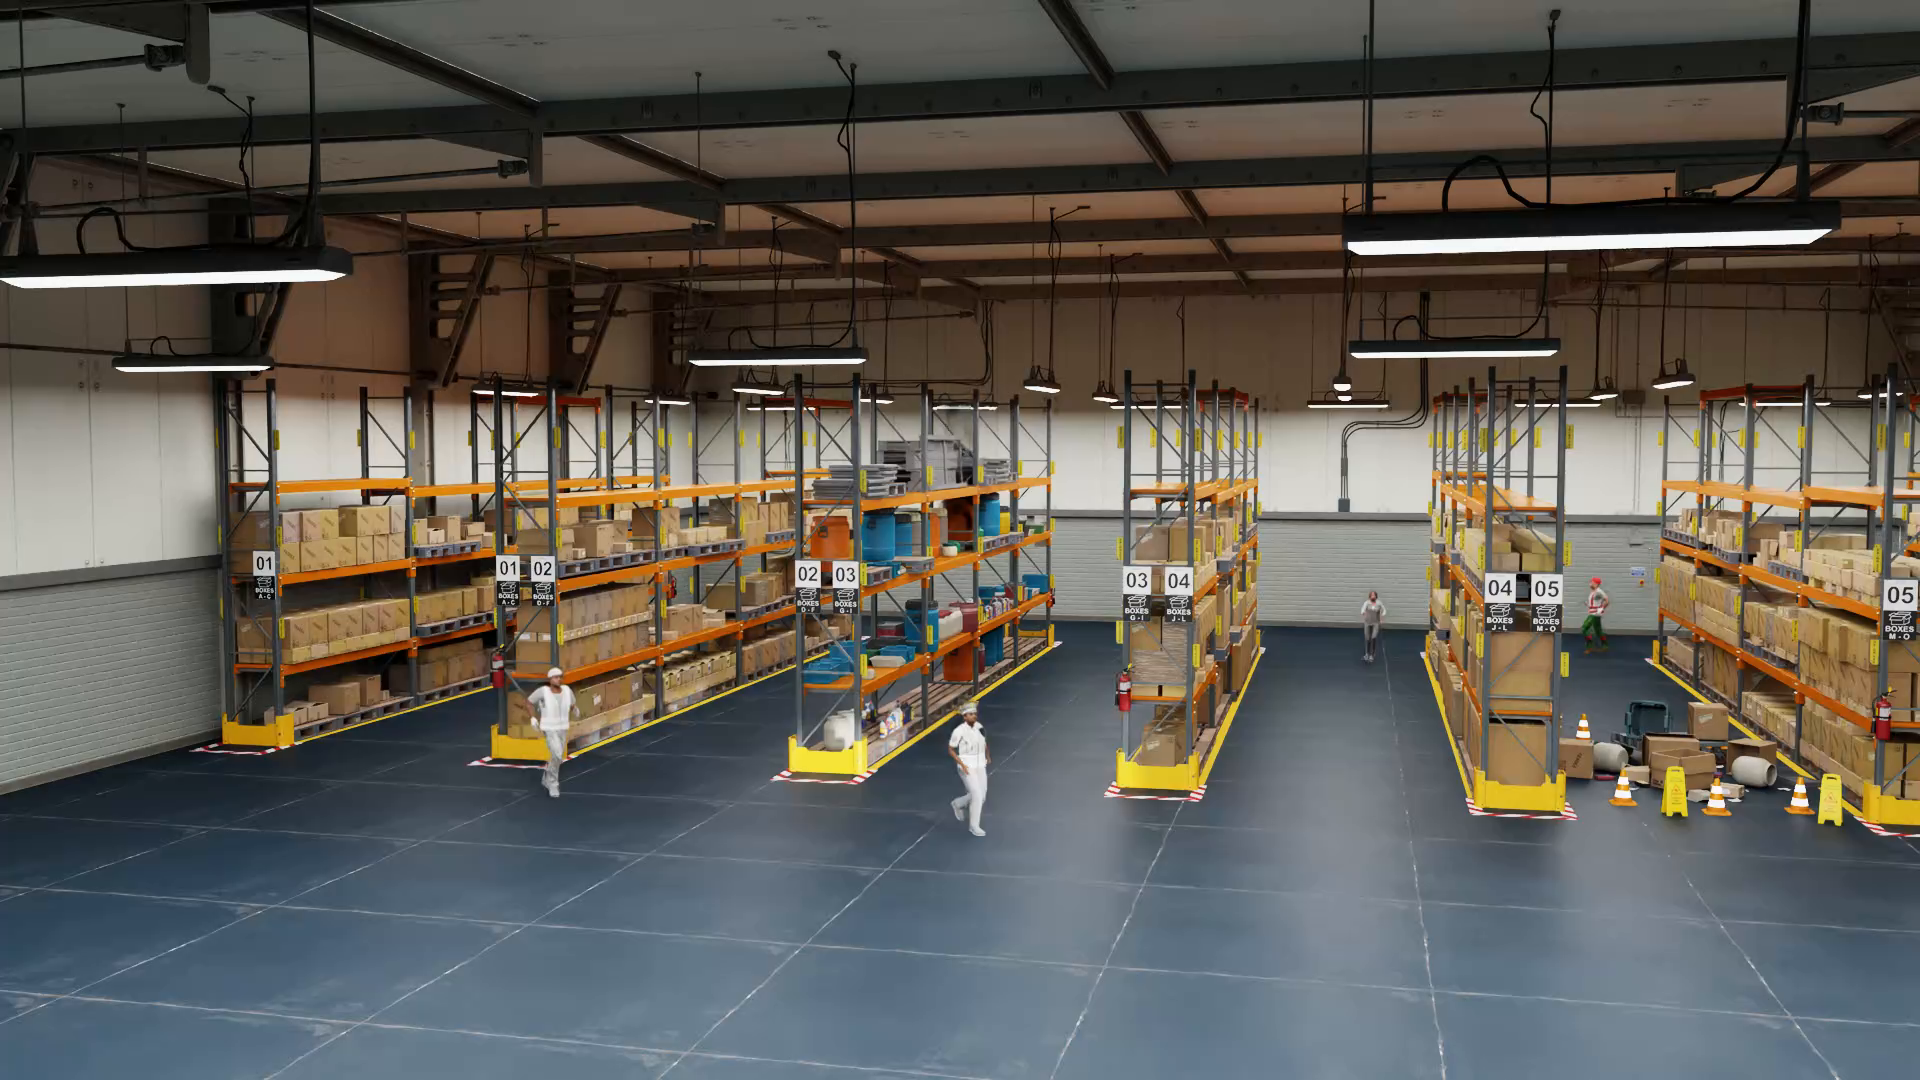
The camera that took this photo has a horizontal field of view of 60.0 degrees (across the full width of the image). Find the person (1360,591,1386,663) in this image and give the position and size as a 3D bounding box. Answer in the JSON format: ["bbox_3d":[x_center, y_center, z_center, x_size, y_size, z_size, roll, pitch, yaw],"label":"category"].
[{"bbox_3d":[9.330,1.956,37.606,0.544,1.629,0.638,1,4,23],"label":"person"}]

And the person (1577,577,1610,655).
[{"bbox_3d":[14.815,1.782,38.844,0.748,1.827,0.657,1,4,17],"label":"person"}]

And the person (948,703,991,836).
[{"bbox_3d":[0.124,2.903,21.247,0.576,1.687,0.613,-3,4,-40],"label":"person"}]

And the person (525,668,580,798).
[{"bbox_3d":[-5.706,2.708,23.506,0.777,1.823,0.663,3,5,42],"label":"person"}]
